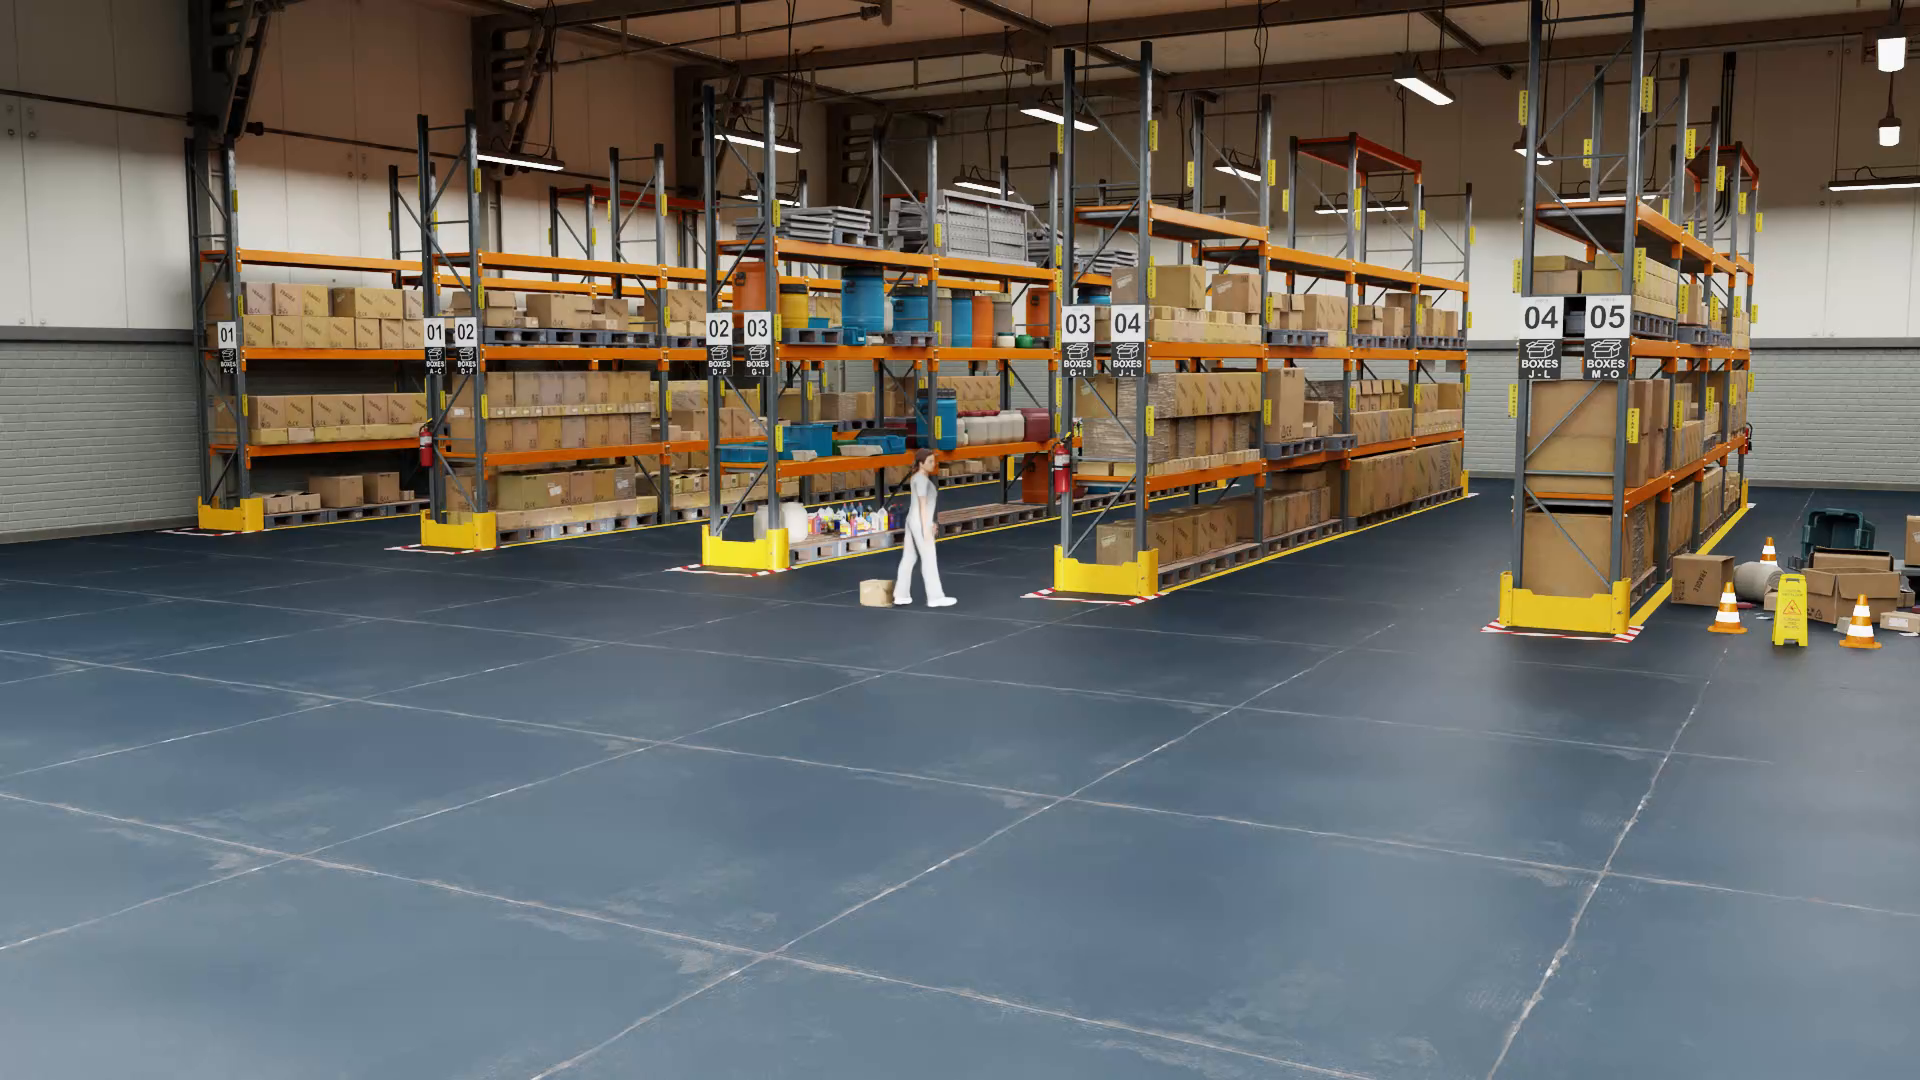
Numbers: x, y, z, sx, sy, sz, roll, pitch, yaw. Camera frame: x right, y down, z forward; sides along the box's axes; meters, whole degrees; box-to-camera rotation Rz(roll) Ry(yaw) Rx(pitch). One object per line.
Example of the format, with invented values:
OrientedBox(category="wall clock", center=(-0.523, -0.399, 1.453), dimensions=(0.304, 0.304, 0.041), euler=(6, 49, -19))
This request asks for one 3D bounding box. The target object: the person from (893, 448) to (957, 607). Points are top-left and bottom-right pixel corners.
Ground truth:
OrientedBox(category="person", center=(-0.371, -0.137, 17.467), dimensions=(0.638, 1.661, 0.518), euler=(-2, 6, -15))
